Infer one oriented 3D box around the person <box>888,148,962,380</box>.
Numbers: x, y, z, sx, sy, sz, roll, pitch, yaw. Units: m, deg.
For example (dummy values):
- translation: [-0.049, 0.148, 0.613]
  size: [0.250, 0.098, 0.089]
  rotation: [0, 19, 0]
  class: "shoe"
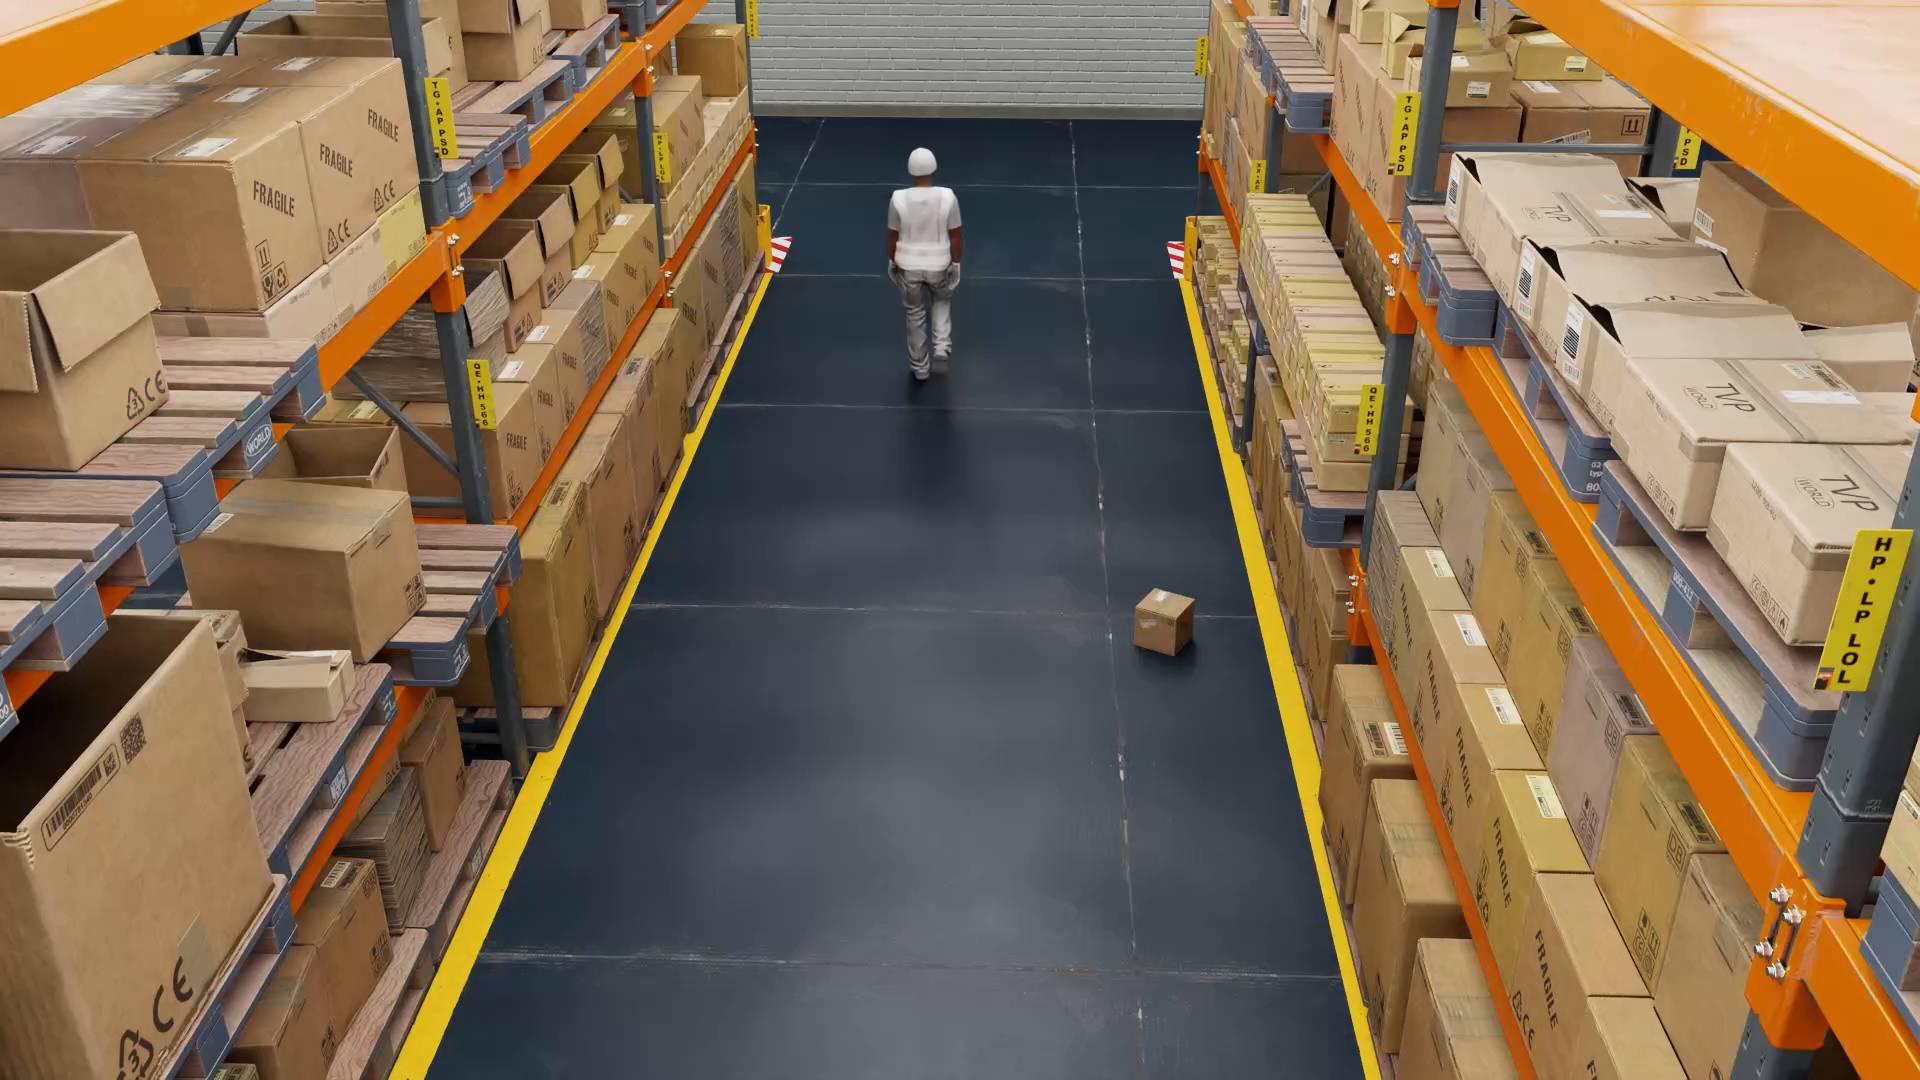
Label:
- translation: [-0.269, -2.077, 12.506]
  size: [0.548, 1.776, 0.476]
  rotation: [-3, 28, -7]
  class: "person"
